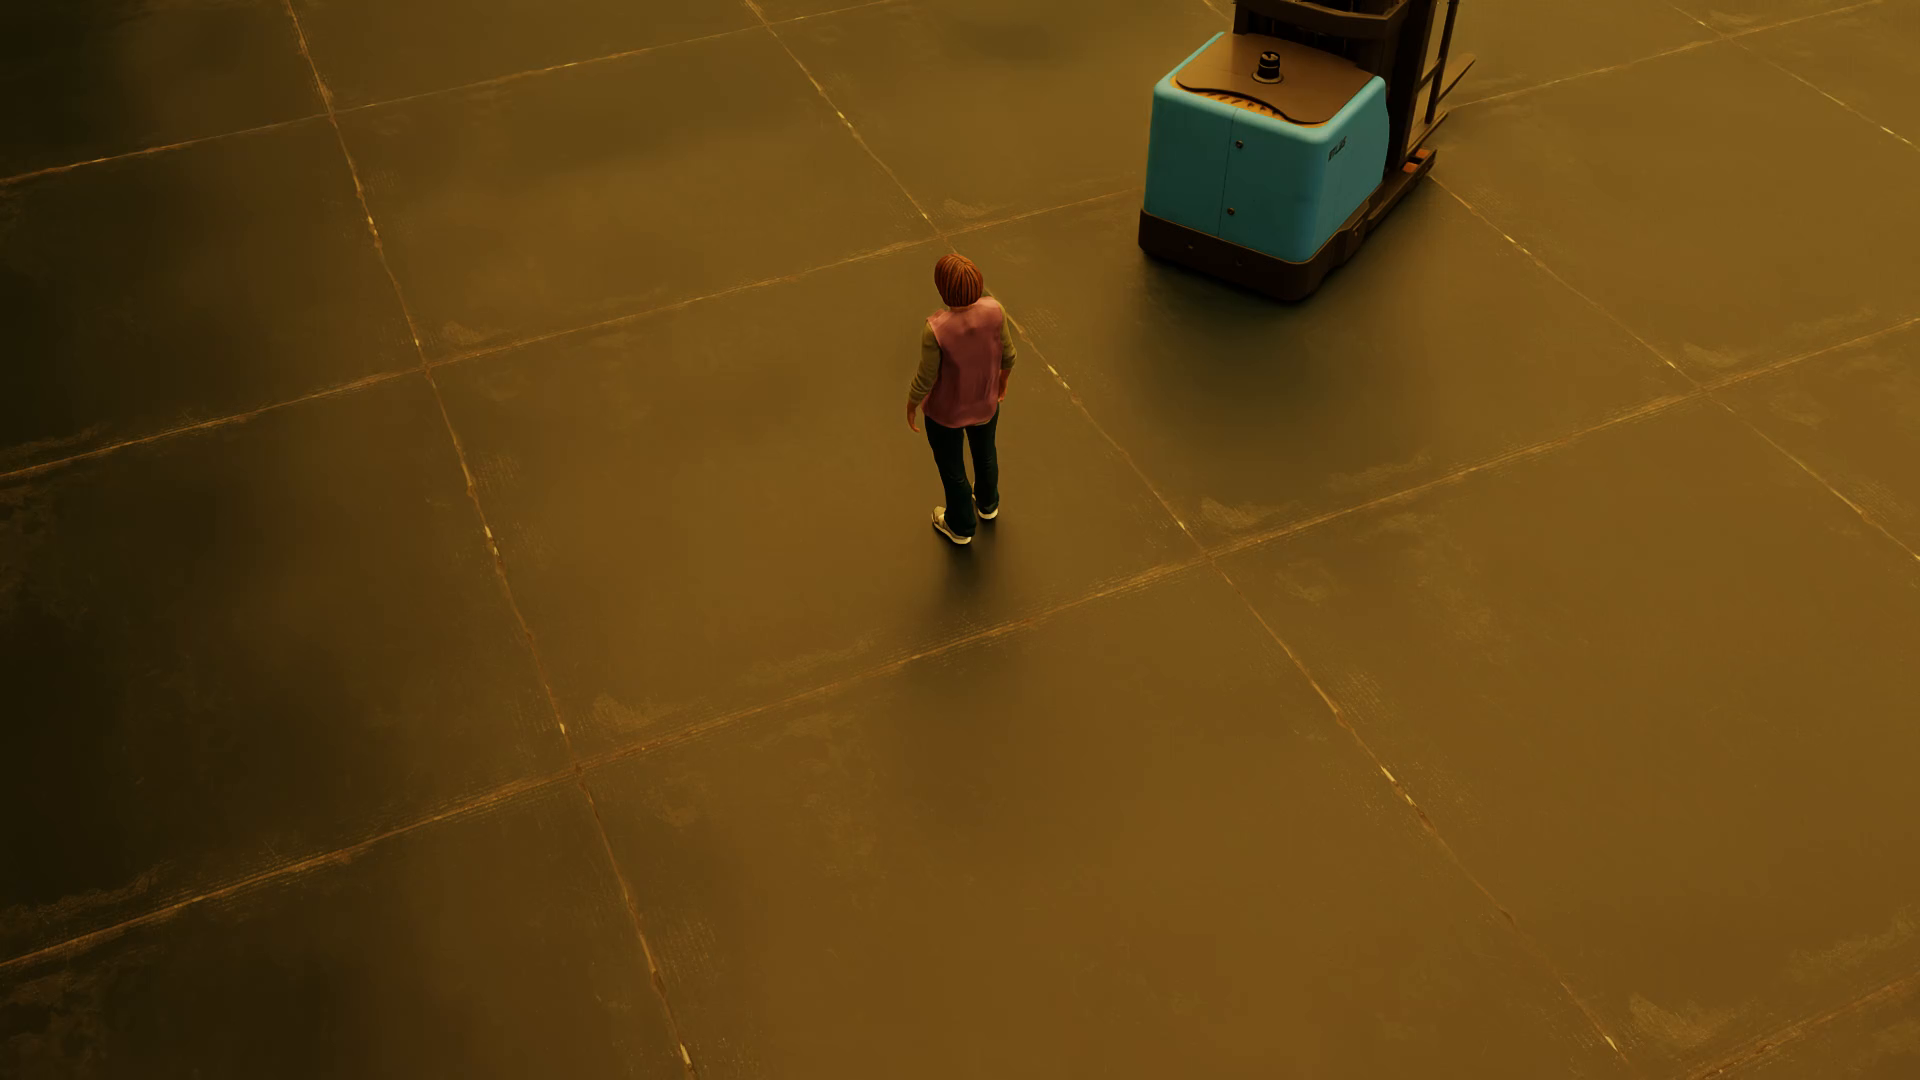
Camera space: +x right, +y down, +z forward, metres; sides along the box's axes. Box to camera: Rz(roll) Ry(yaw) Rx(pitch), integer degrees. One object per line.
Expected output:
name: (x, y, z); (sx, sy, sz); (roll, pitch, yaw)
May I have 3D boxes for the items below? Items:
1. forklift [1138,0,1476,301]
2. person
forklift: (2.260, -3.361, 9.282); (1.130, 2.935, 3.031); (25, 48, 24)
person: (-0.018, -0.639, 7.332); (0.520, 1.597, 0.476); (-18, 46, -18)
